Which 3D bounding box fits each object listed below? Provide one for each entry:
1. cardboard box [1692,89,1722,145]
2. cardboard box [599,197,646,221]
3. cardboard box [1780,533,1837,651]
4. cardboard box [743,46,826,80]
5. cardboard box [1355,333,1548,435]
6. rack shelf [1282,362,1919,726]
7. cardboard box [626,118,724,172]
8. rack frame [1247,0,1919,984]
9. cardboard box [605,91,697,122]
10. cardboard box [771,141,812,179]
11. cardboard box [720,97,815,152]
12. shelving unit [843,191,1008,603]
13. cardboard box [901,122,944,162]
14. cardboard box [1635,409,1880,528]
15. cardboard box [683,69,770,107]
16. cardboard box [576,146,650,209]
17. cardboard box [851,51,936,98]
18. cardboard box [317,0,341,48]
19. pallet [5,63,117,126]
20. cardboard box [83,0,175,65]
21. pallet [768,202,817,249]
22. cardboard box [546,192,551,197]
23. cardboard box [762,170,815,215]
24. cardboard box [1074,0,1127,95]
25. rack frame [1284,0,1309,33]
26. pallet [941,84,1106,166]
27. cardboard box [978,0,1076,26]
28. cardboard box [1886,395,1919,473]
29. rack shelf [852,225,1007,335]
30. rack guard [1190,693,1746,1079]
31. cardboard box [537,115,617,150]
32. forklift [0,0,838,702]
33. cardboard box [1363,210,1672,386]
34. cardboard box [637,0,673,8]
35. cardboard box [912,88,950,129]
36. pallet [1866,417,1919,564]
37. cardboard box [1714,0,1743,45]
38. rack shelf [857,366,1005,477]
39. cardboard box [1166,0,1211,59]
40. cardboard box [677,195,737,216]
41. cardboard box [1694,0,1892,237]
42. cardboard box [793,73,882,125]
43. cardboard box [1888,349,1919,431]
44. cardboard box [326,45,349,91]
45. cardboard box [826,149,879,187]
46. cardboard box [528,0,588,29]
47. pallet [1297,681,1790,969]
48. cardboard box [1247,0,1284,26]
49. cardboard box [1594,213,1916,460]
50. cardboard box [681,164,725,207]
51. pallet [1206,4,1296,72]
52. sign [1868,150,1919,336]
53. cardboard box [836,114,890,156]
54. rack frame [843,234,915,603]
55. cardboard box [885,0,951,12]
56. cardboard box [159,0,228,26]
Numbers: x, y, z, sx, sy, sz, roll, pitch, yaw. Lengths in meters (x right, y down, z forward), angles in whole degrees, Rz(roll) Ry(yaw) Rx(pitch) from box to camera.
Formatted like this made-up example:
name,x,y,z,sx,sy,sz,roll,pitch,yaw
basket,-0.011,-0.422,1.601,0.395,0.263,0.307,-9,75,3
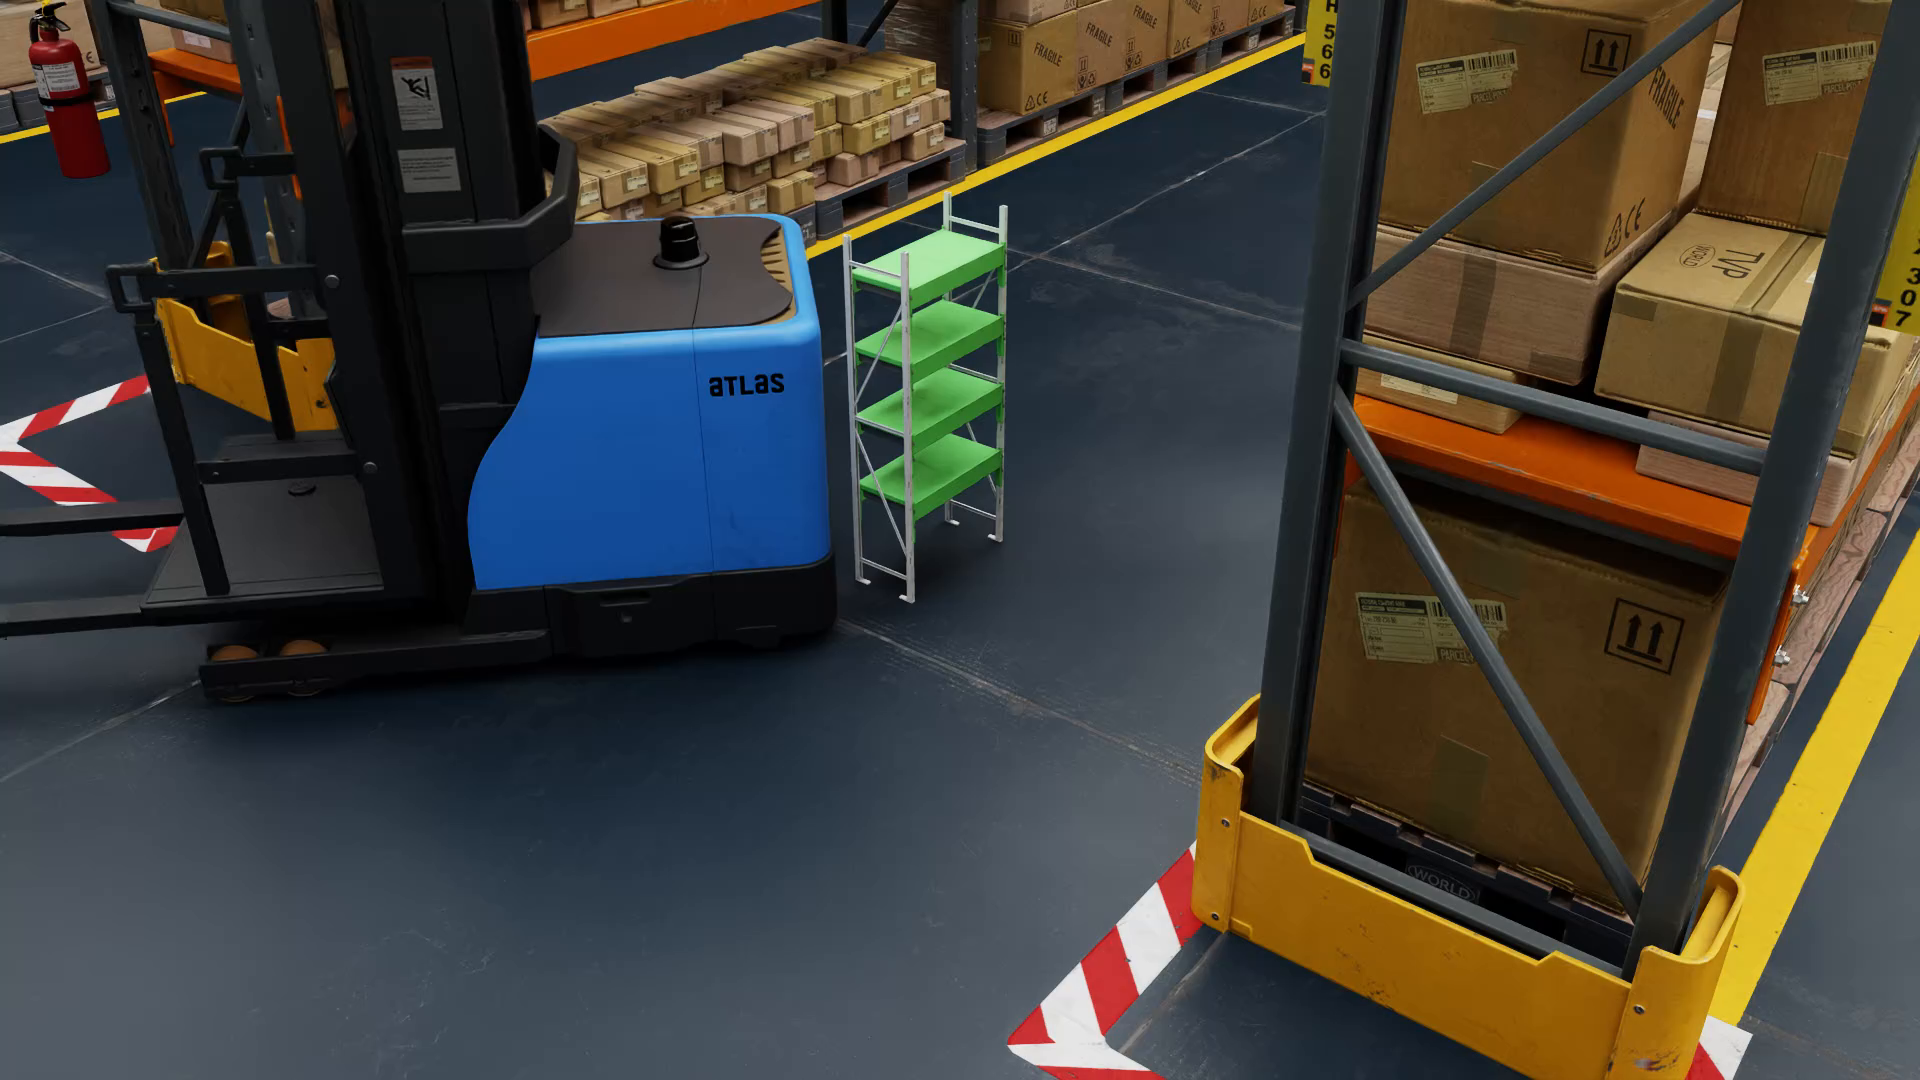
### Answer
name,x,y,z,sx,sy,sz,roll,pitch,yaw
cardboard box,1.833,-1.012,4.371,0.500,0.250,0.500,20,36,30
cardboard box,-1.621,-1.469,7.379,0.380,0.149,0.250,19,36,29
cardboard box,2.010,-0.178,4.780,0.875,0.875,0.875,21,37,31
cardboard box,-0.927,-2.490,8.811,0.380,0.149,0.250,23,38,34
cardboard box,1.091,-0.395,3.720,0.380,0.149,0.250,22,37,32
rack shelf,2.346,-0.760,4.796,1.077,0.370,4.000,21,37,31
cardboard box,-1.314,-1.816,7.672,0.380,0.149,0.250,21,37,31
rack frame,1.138,-0.257,3.241,1.000,3.000,0.127,21,37,31
cardboard box,-1.497,-2.045,8.059,0.380,0.149,0.250,19,36,29
cardboard box,-0.946,-1.897,8.101,0.380,0.149,0.250,22,37,32
cardboard box,-0.924,-1.996,7.977,0.380,0.149,0.250,19,36,29
shelving unit,-0.100,-0.449,5.331,0.258,1.200,0.503,21,37,31
cardboard box,-0.306,-2.140,8.803,0.380,0.149,0.250,22,37,32
cardboard box,1.616,-0.191,3.377,0.380,0.149,0.250,22,37,32
cardboard box,-1.180,-2.259,8.421,0.380,0.149,0.250,20,36,30
cardboard box,-1.584,-1.591,7.293,0.380,0.149,0.250,23,37,33
cardboard box,-0.348,-2.436,8.718,0.380,0.149,0.250,22,37,33
cardboard box,-2.264,-2.093,5.949,0.500,0.500,0.500,23,38,33
pallet,-5.605,-2.950,10.521,1.003,0.211,1.213,21,37,31
cardboard box,-5.352,-3.425,10.688,0.875,0.438,0.875,20,36,30
pallet,-1.454,-1.469,8.021,1.003,0.211,1.213,21,37,31
cardboard box,-1.843,-1.355,6.895,0.380,0.149,0.250,21,37,31
cardboard box,-0.930,-1.719,8.094,0.380,0.149,0.250,21,37,31
cardboard box,0.635,-2.990,9.893,0.500,0.500,0.500,23,38,33
rack frame,2.074,-5.076,11.373,1.000,3.000,0.127,21,37,31
pallet,0.128,-2.568,9.875,1.003,0.211,1.213,21,37,31
cardboard box,0.316,-3.097,9.338,0.500,0.250,0.500,19,36,29
cardboard box,3.091,-0.906,6.008,0.875,0.875,0.875,21,37,31
rack shelf,-0.100,-0.807,5.118,0.258,0.148,0.480,21,37,31
rack guard,1.124,0.828,3.862,1.175,0.500,0.348,21,37,31
cardboard box,-1.813,-1.842,7.716,0.380,0.149,0.250,20,36,30
forklift,-1.945,-1.069,4.678,3.031,2.935,1.130,-4,31,-7
cardboard box,1.219,-0.599,3.674,0.500,0.250,0.500,20,36,31
cardboard box,-1.397,-2.397,7.099,0.380,0.149,0.250,23,37,33
cardboard box,-0.277,-2.307,8.792,0.380,0.149,0.250,22,37,32
pallet,3.032,-0.398,6.215,1.003,0.211,1.213,21,37,31
cardboard box,2.446,-1.742,4.867,0.500,0.500,0.500,20,36,30
rack shelf,-0.100,-0.394,5.363,0.258,0.148,0.480,21,37,31
cardboard box,1.263,-3.404,10.591,0.500,0.500,0.500,19,36,29
cardboard box,-1.260,-1.526,7.767,0.380,0.149,0.250,21,37,31
cardboard box,1.945,-0.958,3.544,0.500,0.500,0.500,20,36,30
cardboard box,-0.615,-2.216,8.348,0.380,0.149,0.250,21,36,31
cardboard box,1.924,-0.400,3.730,0.380,0.149,0.250,20,36,30
cardboard box,-2.298,-1.747,6.002,0.380,0.149,0.250,21,36,31
cardboard box,-0.637,-1.933,8.454,0.380,0.149,0.250,20,36,30
cardboard box,-1.742,-2.206,6.777,0.380,0.149,0.250,21,36,31
pallet,1.559,0.594,4.541,1.003,0.211,1.213,21,37,31
cardboard box,1.885,-3.833,11.316,0.500,0.500,0.500,21,37,31
cardboard box,1.643,-0.432,3.393,0.500,0.250,0.500,20,36,30
cardboard box,-1.319,-1.699,7.767,0.380,0.149,0.250,23,38,33
pallet,1.601,-3.559,11.549,1.003,0.211,1.213,21,37,31
sign,1.577,-0.490,2.708,0.100,0.325,0.005,21,37,31
cardboard box,-0.578,-2.078,8.407,0.380,0.149,0.250,20,36,30
rack frame,-0.247,-0.350,5.163,0.240,1.200,0.015,21,37,31
cardboard box,-0.092,-3.259,9.611,0.500,0.250,0.500,20,36,30
cardboard box,-2.689,-2.257,6.227,0.500,0.500,0.500,22,37,32
